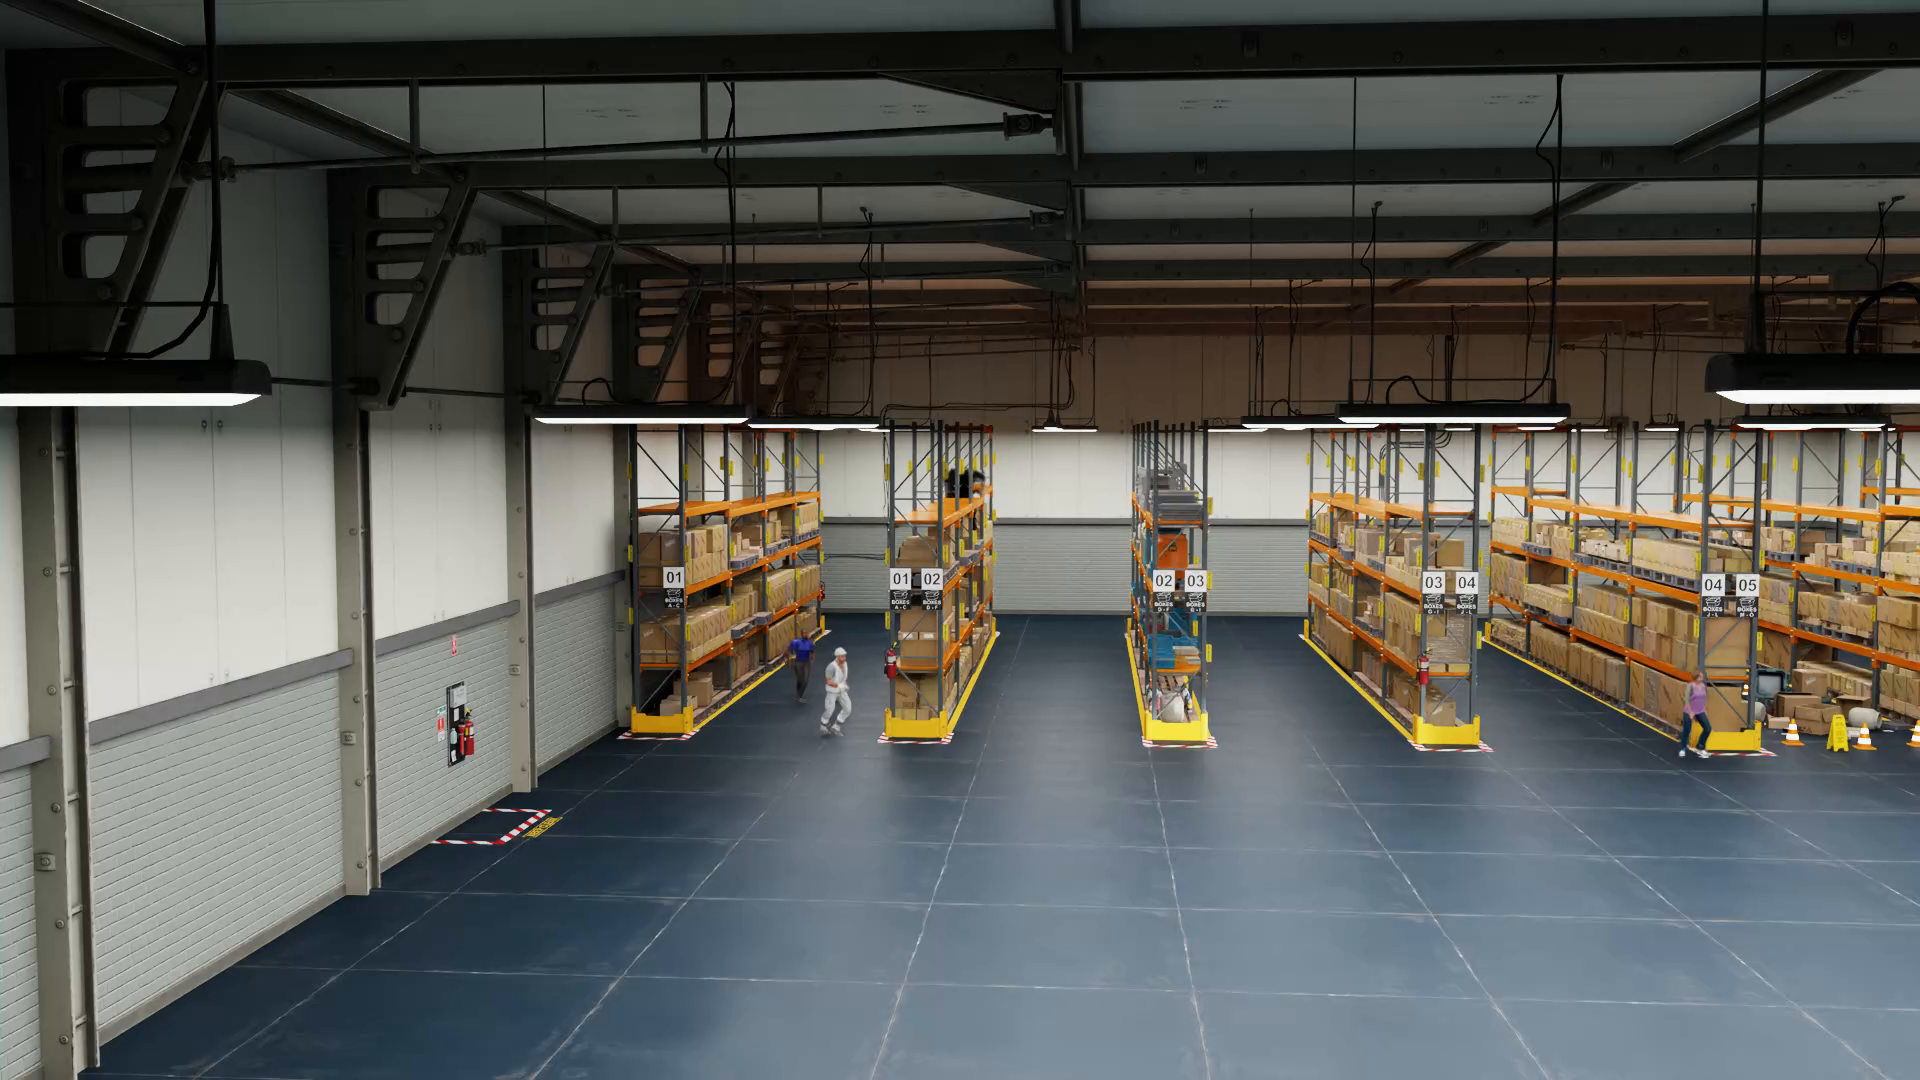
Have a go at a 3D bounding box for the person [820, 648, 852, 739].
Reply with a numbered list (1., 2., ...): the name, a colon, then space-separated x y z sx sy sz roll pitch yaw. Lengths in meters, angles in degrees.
1. person: -2.363 2.875 31.376 0.646 1.743 0.791 -3 5 -42

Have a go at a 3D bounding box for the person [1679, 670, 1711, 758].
1. person: 13.011 3.070 29.452 0.553 1.580 0.483 -1 4 -16

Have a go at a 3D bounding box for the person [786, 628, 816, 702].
1. person: -3.390 2.679 35.526 0.646 1.616 0.516 -2 4 -23
